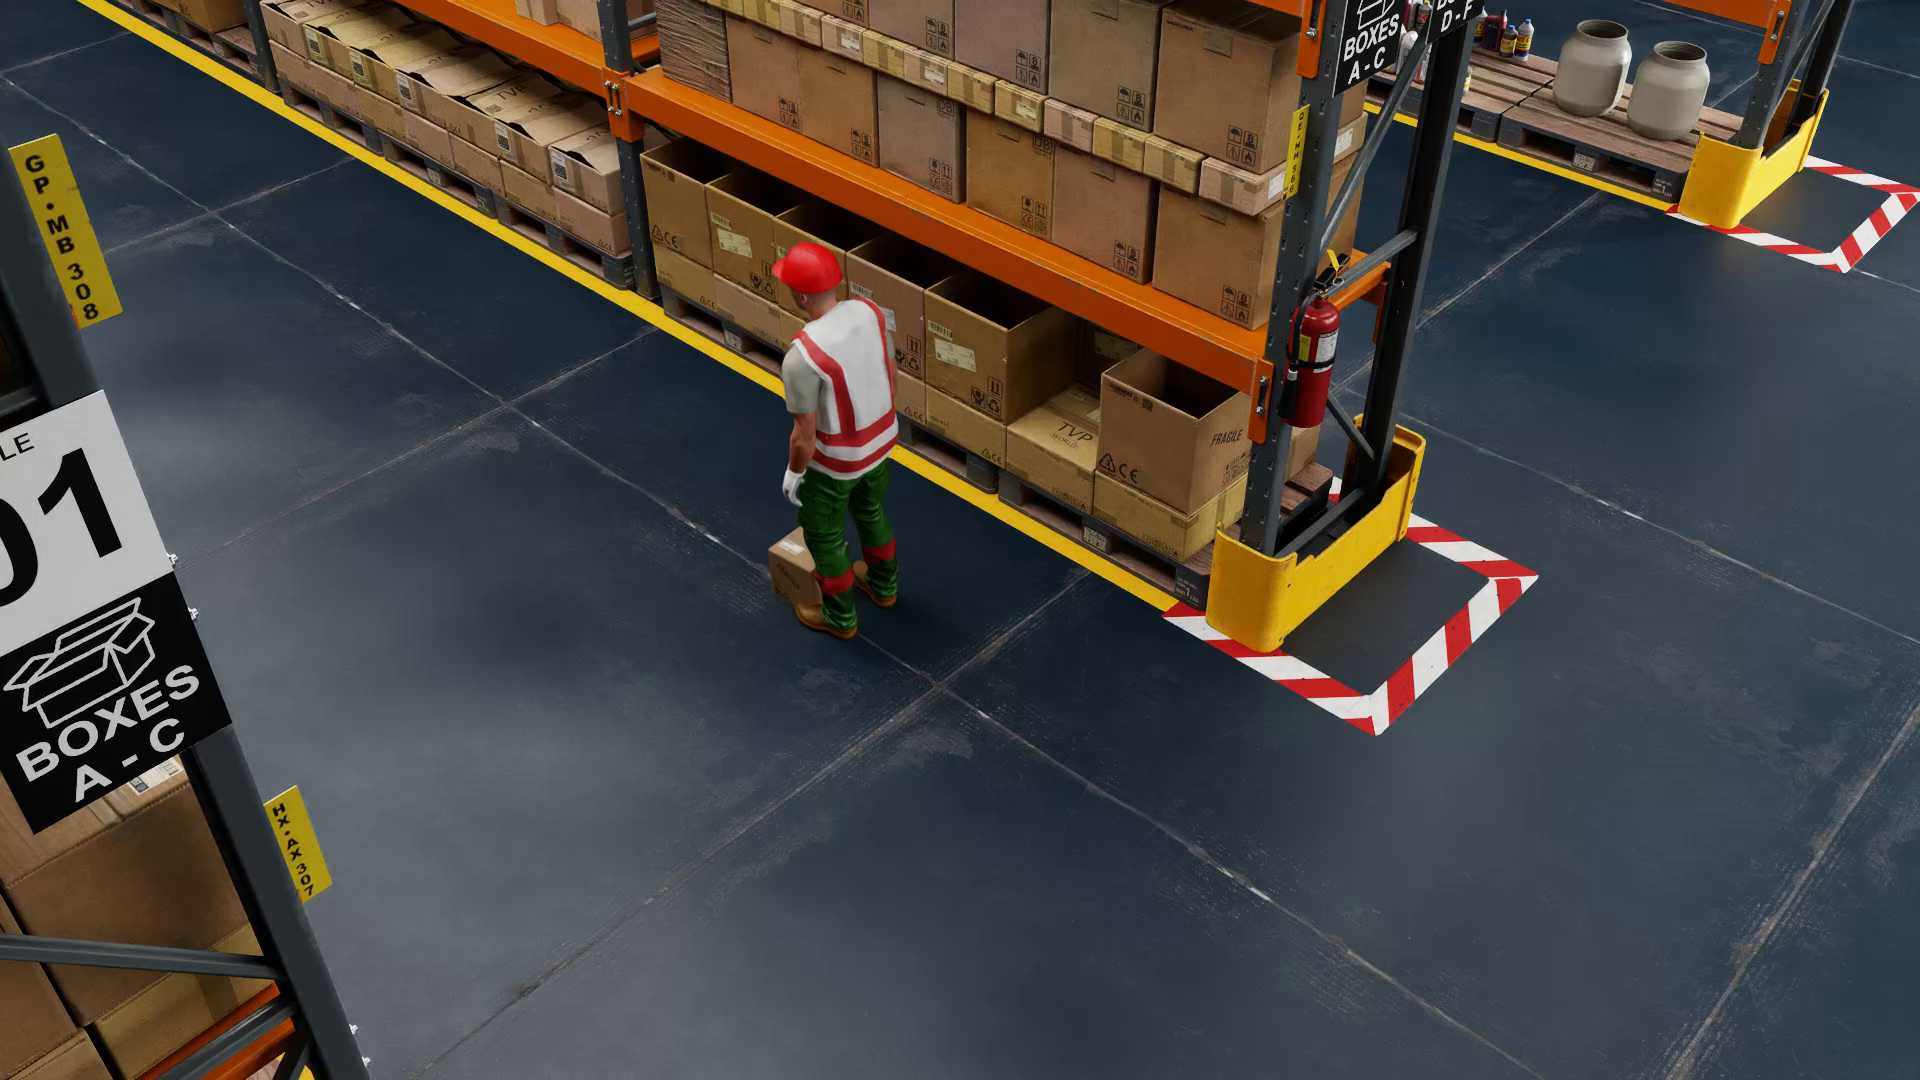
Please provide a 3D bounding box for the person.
[{"bbox_3d":[-0.484,-0.372,6.604,0.454,1.777,0.607,28,47,30],"label":"person"}]
